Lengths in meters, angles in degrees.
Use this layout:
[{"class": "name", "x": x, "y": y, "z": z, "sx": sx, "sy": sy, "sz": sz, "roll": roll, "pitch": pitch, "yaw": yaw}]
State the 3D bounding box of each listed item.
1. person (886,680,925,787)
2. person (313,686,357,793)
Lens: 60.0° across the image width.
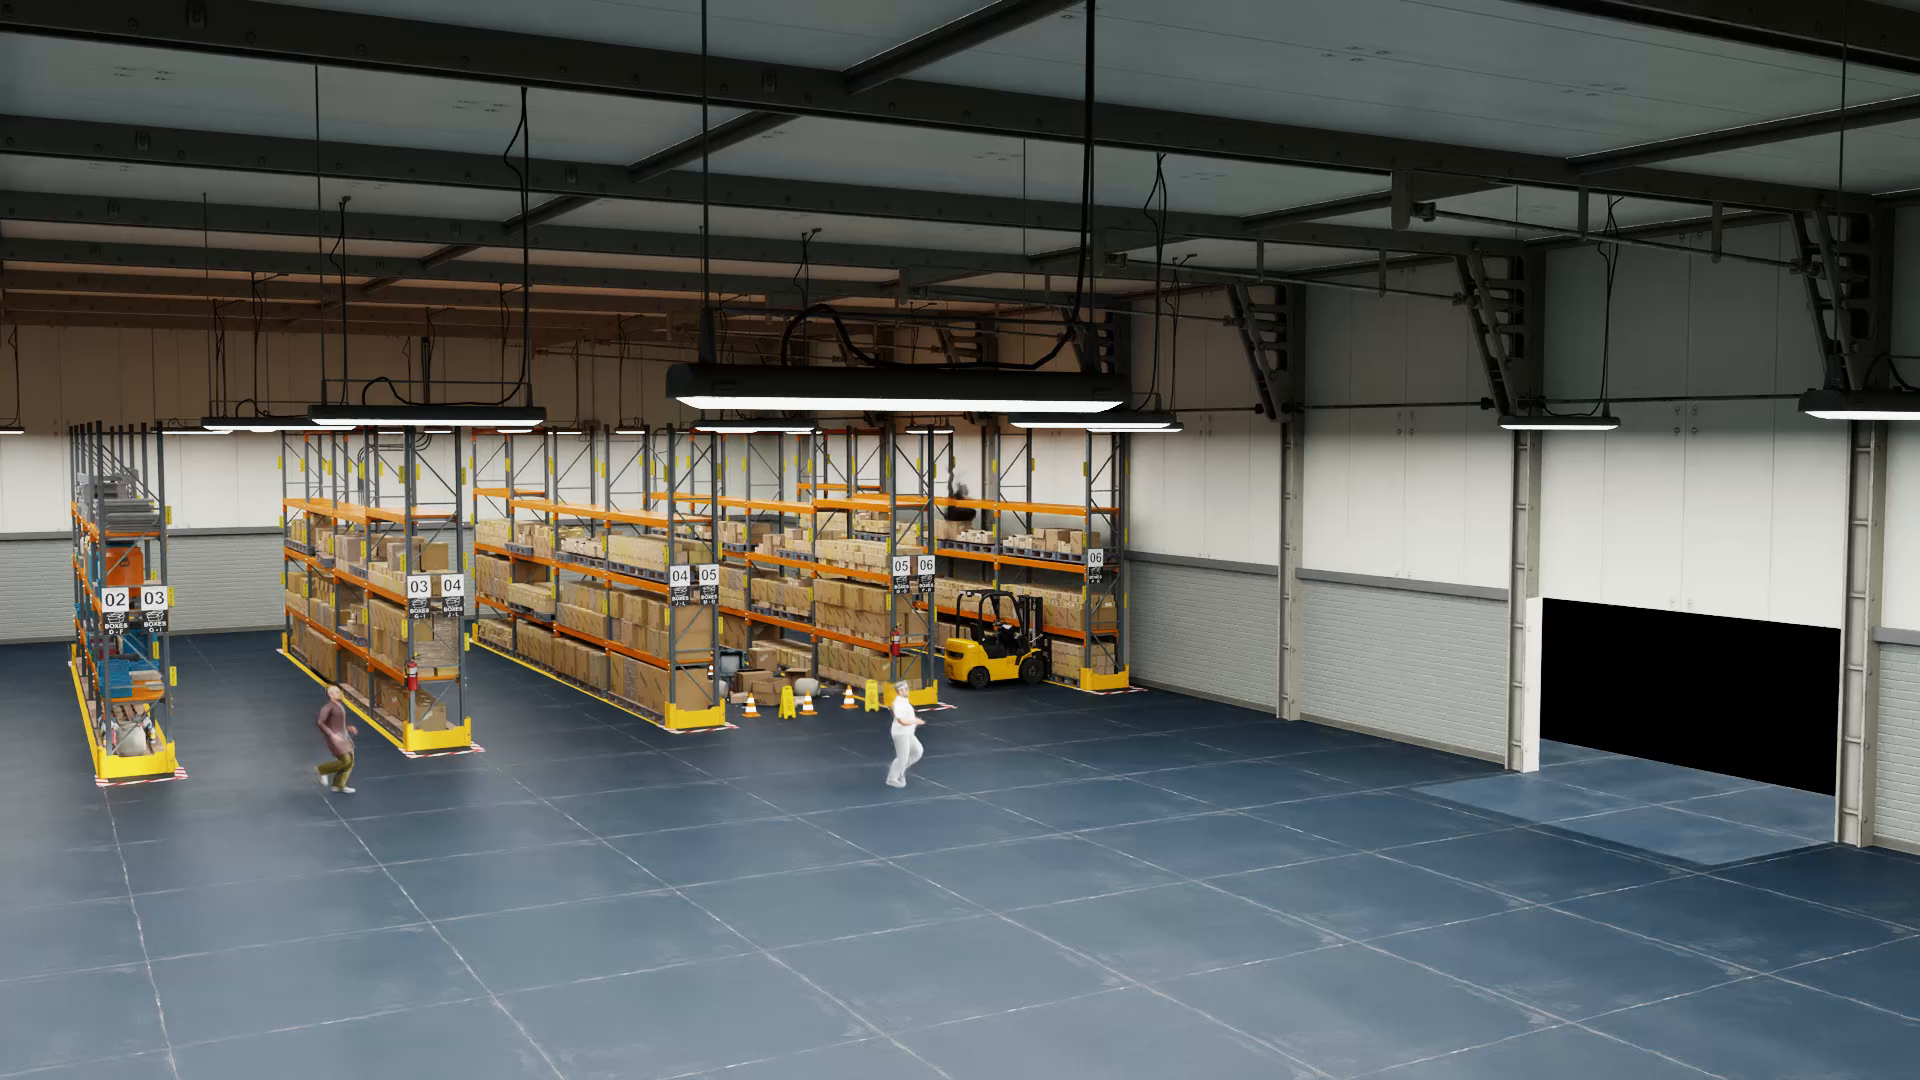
[{"class": "person", "x": -0.883, "y": 3.155, "z": 27.206, "sx": 0.648, "sy": 1.746, "sz": 0.646, "roll": 1, "pitch": 4, "yaw": 9}, {"class": "person", "x": -10.077, "y": 3.211, "z": 26.806, "sx": 0.634, "sy": 1.729, "sz": 0.726, "roll": 0, "pitch": 4, "yaw": 3}]
